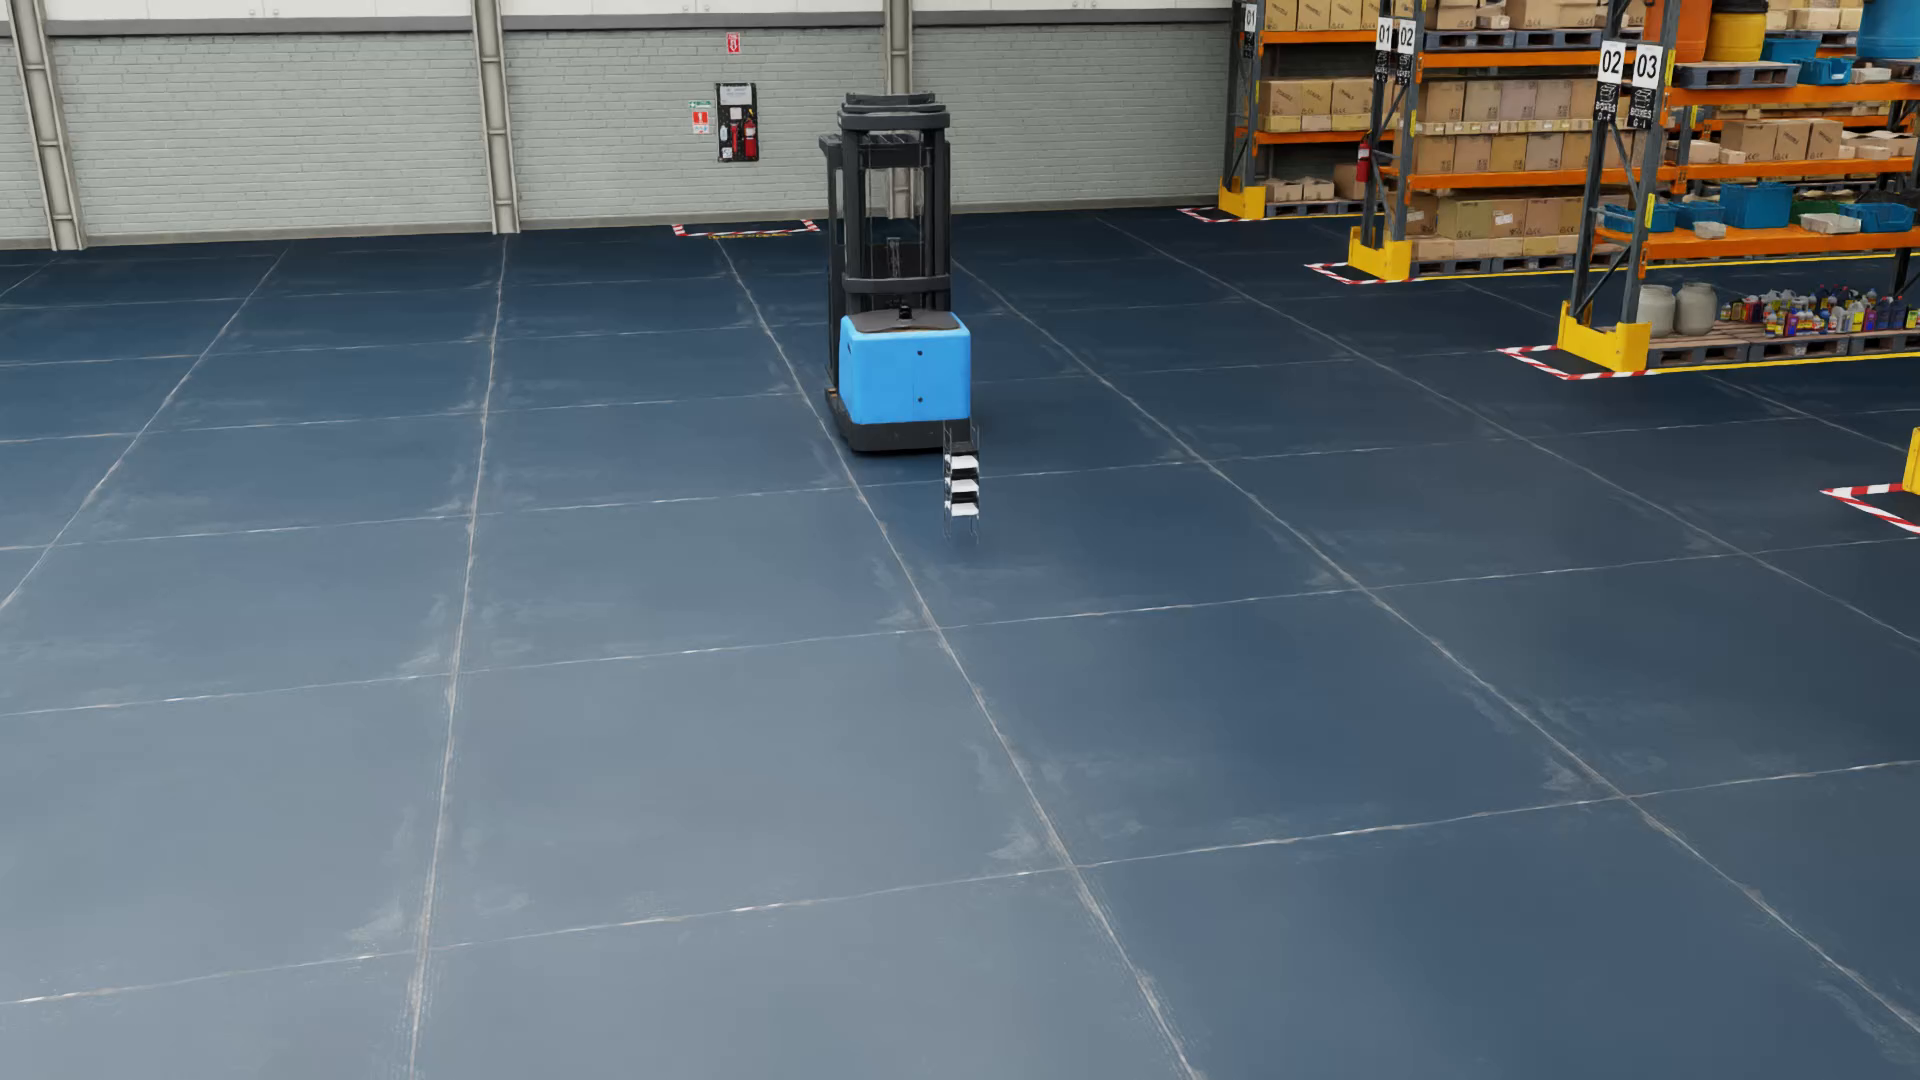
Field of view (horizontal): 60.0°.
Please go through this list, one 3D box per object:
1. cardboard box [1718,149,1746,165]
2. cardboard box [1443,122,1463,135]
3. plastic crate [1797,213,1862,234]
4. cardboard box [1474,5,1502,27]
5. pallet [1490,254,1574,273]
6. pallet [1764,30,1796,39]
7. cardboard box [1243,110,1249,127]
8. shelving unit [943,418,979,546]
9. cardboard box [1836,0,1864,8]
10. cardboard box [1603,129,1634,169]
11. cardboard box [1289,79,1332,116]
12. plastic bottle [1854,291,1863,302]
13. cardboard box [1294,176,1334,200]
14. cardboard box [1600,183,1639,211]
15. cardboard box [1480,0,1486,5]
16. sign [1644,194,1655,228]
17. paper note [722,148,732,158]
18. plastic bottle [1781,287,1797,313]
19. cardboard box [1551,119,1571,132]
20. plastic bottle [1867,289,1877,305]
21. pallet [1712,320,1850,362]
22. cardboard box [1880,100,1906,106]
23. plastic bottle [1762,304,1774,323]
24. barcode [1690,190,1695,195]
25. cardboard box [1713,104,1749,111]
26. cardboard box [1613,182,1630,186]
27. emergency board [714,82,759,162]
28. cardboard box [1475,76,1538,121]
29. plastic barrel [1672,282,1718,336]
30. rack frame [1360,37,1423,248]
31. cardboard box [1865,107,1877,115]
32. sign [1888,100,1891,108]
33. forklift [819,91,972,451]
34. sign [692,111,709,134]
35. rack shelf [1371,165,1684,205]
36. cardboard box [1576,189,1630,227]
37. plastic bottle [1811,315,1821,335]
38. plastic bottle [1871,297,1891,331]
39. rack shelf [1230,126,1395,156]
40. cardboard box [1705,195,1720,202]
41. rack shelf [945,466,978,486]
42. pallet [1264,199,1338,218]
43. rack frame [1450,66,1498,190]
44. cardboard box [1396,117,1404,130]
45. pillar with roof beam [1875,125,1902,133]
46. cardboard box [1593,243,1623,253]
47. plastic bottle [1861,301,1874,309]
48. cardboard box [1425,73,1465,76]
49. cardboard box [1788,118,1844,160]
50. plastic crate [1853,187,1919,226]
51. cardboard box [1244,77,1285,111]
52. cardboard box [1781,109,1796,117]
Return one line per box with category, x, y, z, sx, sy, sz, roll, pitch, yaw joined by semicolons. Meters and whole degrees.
cardboard box;10.356;-5.164;22.417;0.250;0.149;0.380;-5;21;-12
cardboard box;6.242;-5.296;21.324;0.250;0.149;0.380;-5;21;-14
plastic crate;9.061;-3.285;17.305;0.437;0.136;0.530;-5;21;-12
cardboard box;6.614;-6.744;21.408;0.500;0.250;0.500;-5;21;-12
pallet;7.474;-3.825;22.448;1.213;0.211;1.003;-5;21;-12
pallet;10.302;-6.673;22.089;1.217;0.209;0.805;-5;21;-15
cardboard box;4.821;-6.663;26.331;0.500;0.250;0.500;-4;21;-12
shelving unit;0.008;-0.423;12.162;0.210;0.900;0.258;-5;21;-12
cardboard box;14.680;-9.135;27.746;0.500;0.500;0.700;-5;21;-13
cardboard box;8.505;-5.246;22.131;0.500;0.500;0.700;-5;21;-13
cardboard box;5.428;-6.886;25.850;0.500;0.500;0.500;-5;21;-12
plastic bottle;9.889;-2.605;18.373;0.133;0.283;0.061;-5;21;-12
cardboard box;5.659;-5.636;26.608;0.500;0.311;0.500;-3;20;-8
cardboard box;8.923;-4.607;22.827;0.500;0.500;0.500;-5;21;-12
cardboard box;7.866;-8.280;26.023;0.500;0.500;0.500;-4;21;-11
sign;6.813;-3.251;16.427;0.005;0.325;0.100;-5;21;-12
paper note;-3.548;-5.905;25.353;0.142;0.148;0.016;-5;21;-12
plastic bottle;9.105;-2.611;18.294;0.185;0.351;0.144;-5;21;-13
cardboard box;7.738;-5.417;21.653;0.250;0.149;0.380;-4;20;-11
plastic bottle;10.172;-2.669;18.568;0.097;0.271;0.097;0;20;0
pallet;8.730;-2.176;17.948;1.213;0.211;1.003;-5;21;-12
cardboard box;15.697;-7.647;28.222;0.500;0.500;0.500;-5;21;-13
plastic bottle;8.810;-2.472;18.130;0.097;0.201;0.097;0;20;0
barcode;9.791;-4.645;22.233;0.075;0.075;0.001;-5;21;-12
cardboard box;12.728;-7.404;27.559;0.500;0.500;0.500;-4;21;-11
cardboard box;10.979;-6.212;27.905;0.500;0.500;0.700;-5;21;-13
emergency board;-3.360;-6.309;25.177;0.643;1.169;0.194;-5;21;-12
cardboard box;7.064;-5.741;21.594;0.500;0.500;0.700;-5;21;-12
plastic barrel;7.801;-2.452;17.654;0.421;0.512;0.421;0;20;0
rack frame;5.554;-4.964;21.505;0.127;3.000;1.000;-5;21;-12
cardboard box;15.322;-7.308;28.241;0.250;0.149;0.380;-4;20;-11
sign;13.205;-6.285;23.542;0.005;0.325;0.100;-5;21;-12
forklift;-0.673;-2.603;15.160;1.130;2.935;3.031;-4;20;-10
sign;-3.922;-6.317;25.146;0.234;0.329;0.001;-5;21;-12
rack shelf;7.500;-4.785;22.061;4.000;0.370;1.077;-5;21;-12
cardboard box;8.557;-4.393;22.244;0.500;0.500;0.500;-5;21;-12
plastic bottle;9.054;-2.280;17.608;0.097;0.201;0.097;0;20;0
plastic bottle;9.836;-2.422;17.778;0.185;0.351;0.144;-6;21;-15
rack shelf;6.357;-6.442;26.587;4.000;0.370;1.077;-5;21;-12
cardboard box;10.766;-4.660;23.247;0.500;0.311;0.500;-5;21;-13
rack shelf;0.008;-0.476;12.142;0.200;0.077;0.258;-5;21;-12
pallet;5.283;-5.371;26.670;1.213;0.211;1.003;-5;21;-12
rack frame;8.303;-6.939;26.895;0.127;3.000;1.000;-5;21;-12
cardboard box;5.882;-5.410;21.633;0.250;0.149;0.380;-5;21;-13
pillar with roof beam;17.561;-9.293;24.600;0.400;9.000;9.100;-5;21;-12
cardboard box;8.557;-4.041;22.371;0.500;0.250;0.500;-5;21;-12
plastic bottle;9.777;-2.435;17.921;0.135;0.276;0.152;-5;21;-12
cardboard box;7.798;-7.262;26.878;0.500;0.500;0.500;-5;21;-14
cardboard box;11.710;-5.506;22.839;0.500;0.500;0.500;-6;21;-15
plastic crate;10.044;-3.594;17.856;0.504;0.338;0.767;-5;21;-12
cardboard box;4.820;-7.021;26.220;0.500;0.500;0.500;-5;21;-13
cardboard box;13.815;-7.206;27.962;0.250;0.149;0.380;-4;21;-12
